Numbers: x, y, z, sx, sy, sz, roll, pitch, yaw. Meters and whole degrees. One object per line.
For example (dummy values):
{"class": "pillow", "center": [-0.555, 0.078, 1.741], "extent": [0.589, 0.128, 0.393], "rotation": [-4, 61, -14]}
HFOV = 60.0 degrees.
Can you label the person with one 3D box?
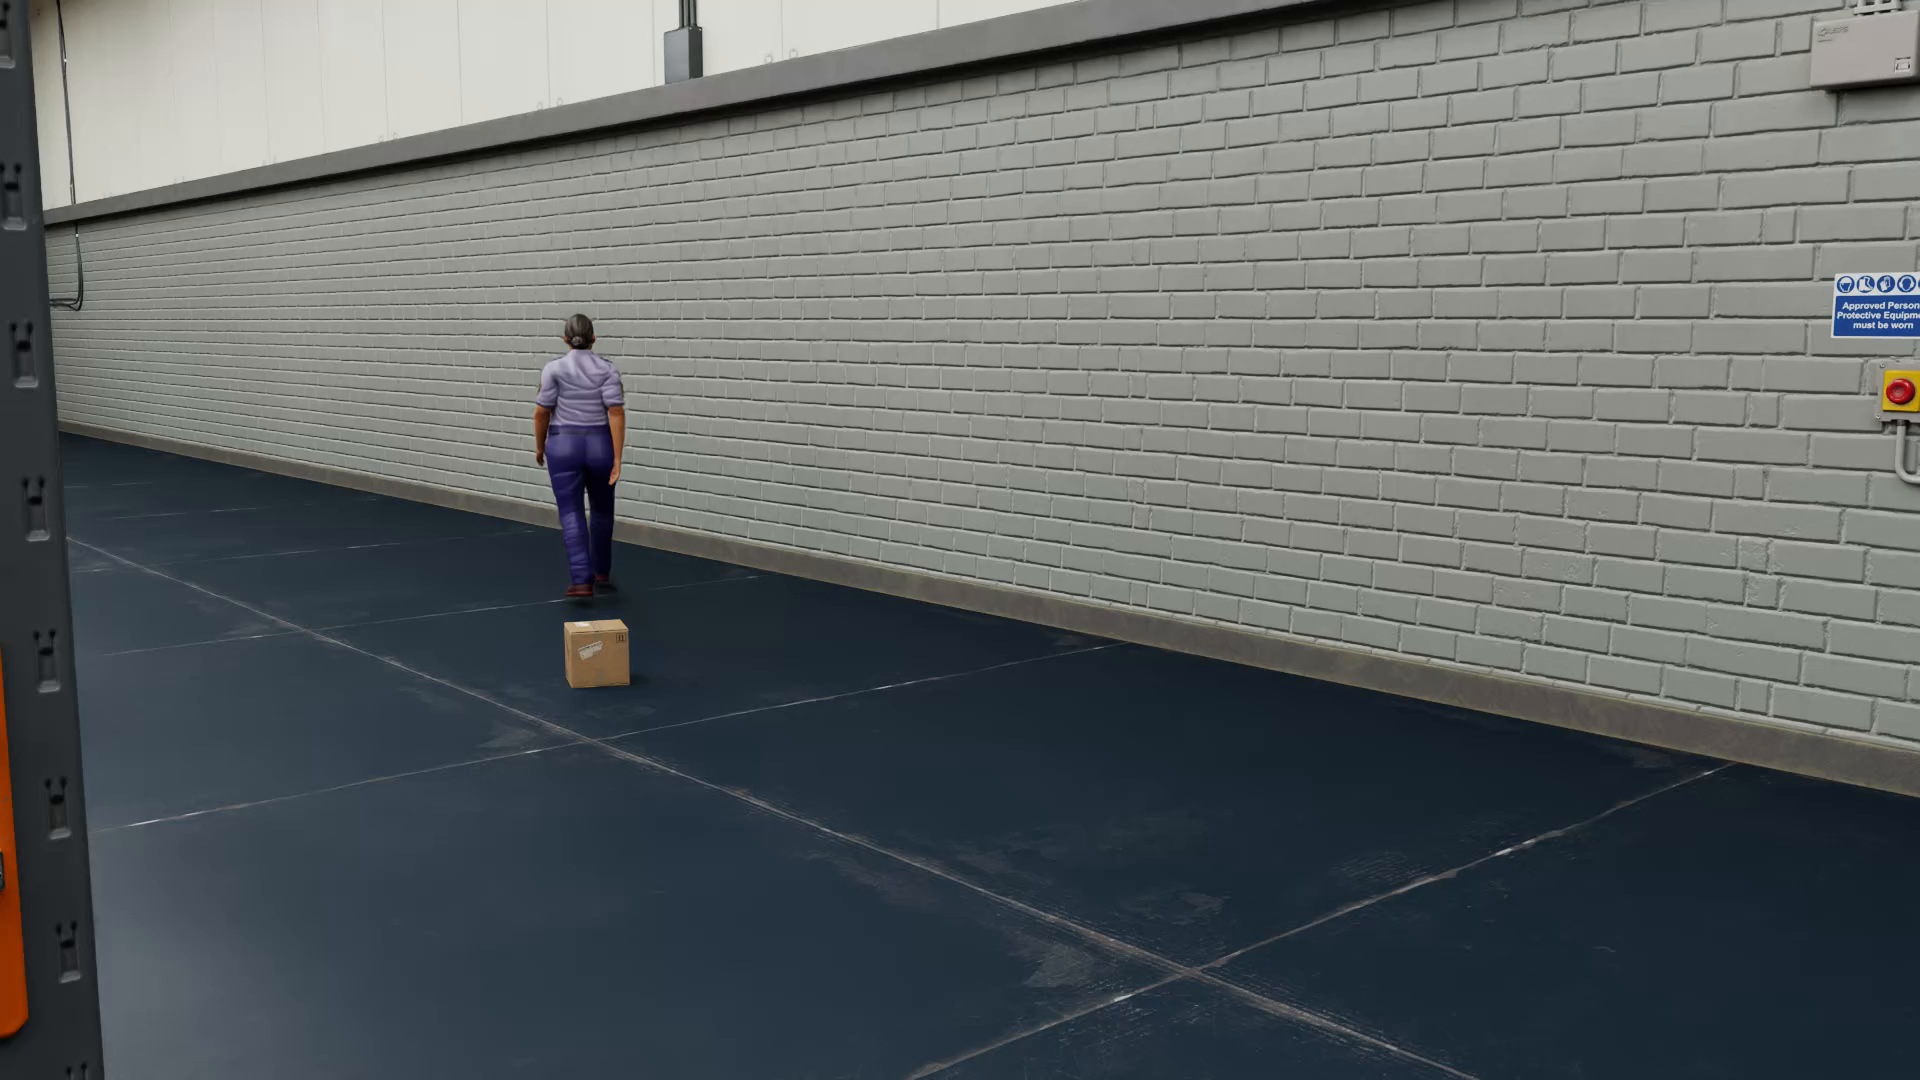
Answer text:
{"class": "person", "center": [-2.200, -0.499, 9.581], "extent": [0.493, 1.585, 0.967], "rotation": [-3, 8, -21]}
